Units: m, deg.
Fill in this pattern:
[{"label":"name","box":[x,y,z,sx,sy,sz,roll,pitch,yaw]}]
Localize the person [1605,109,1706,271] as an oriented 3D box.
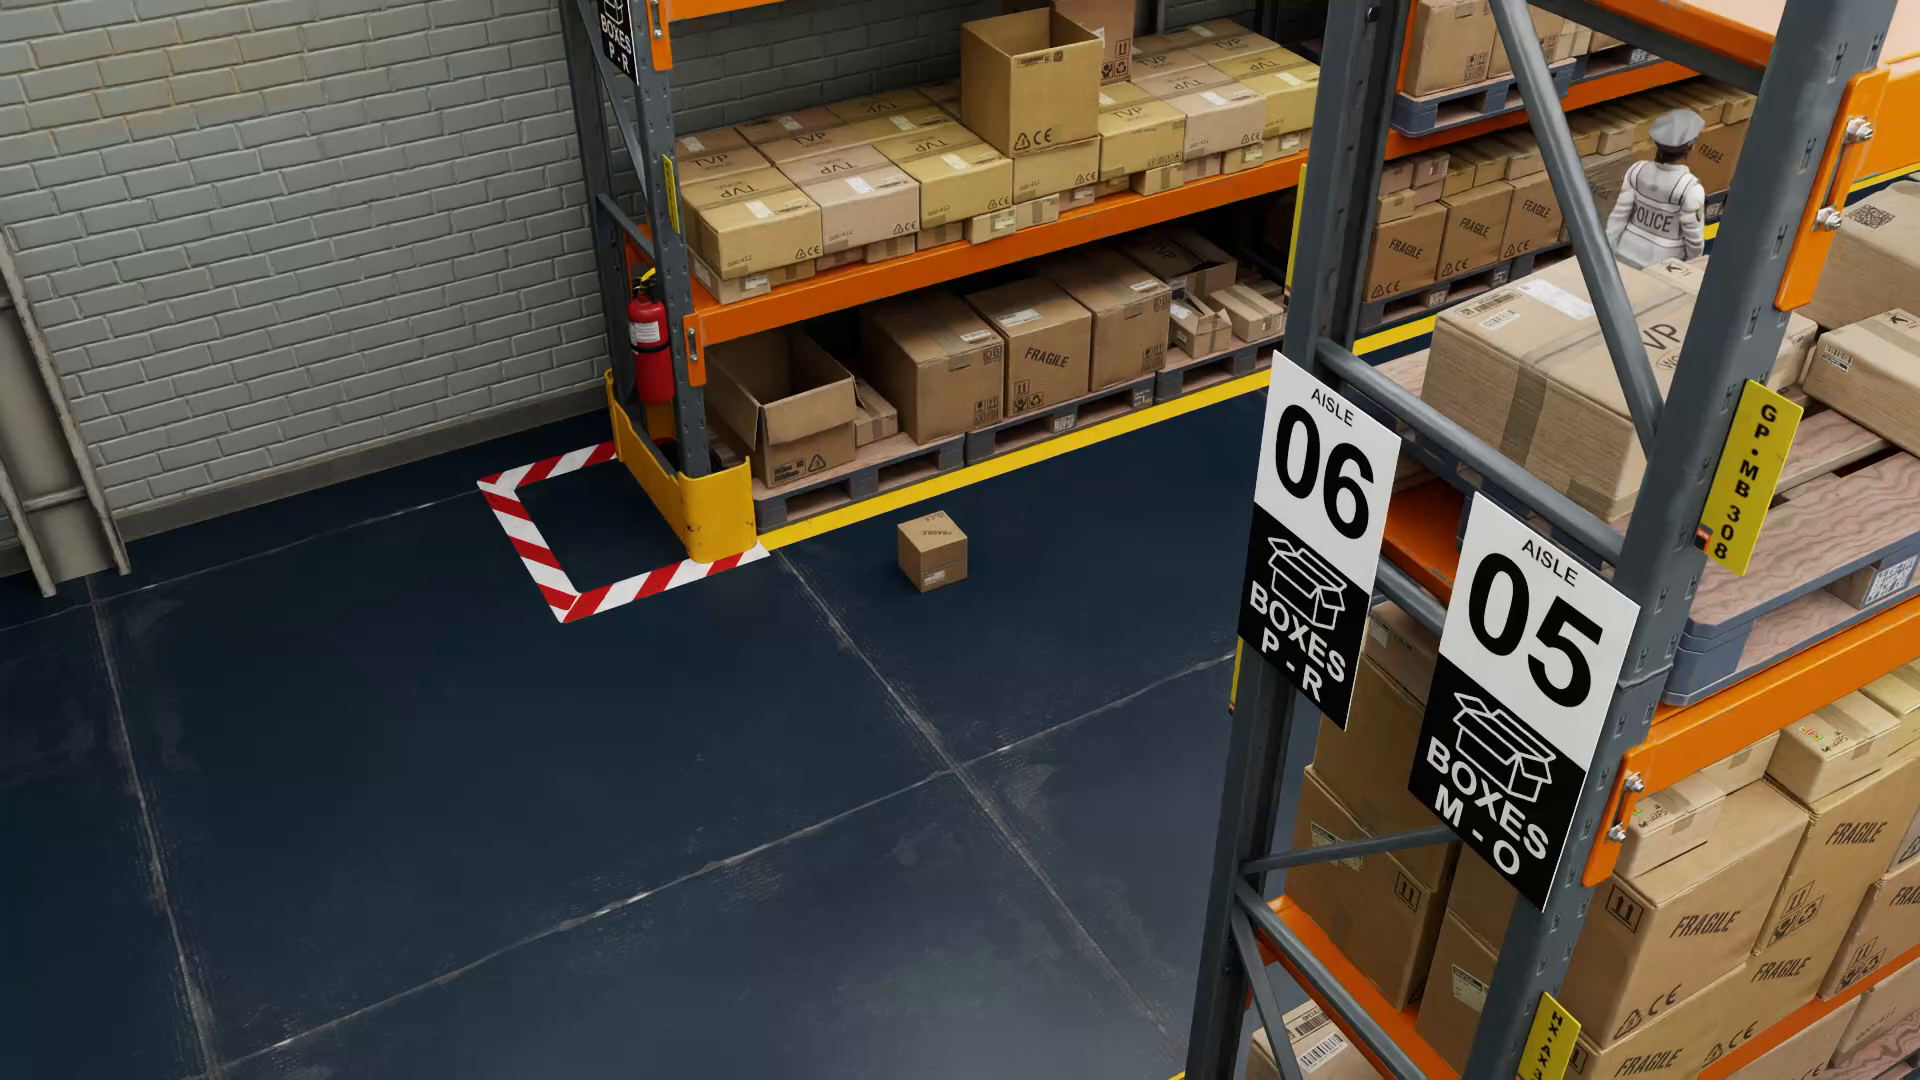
[{"label":"person","box":[3.682,-1.490,8.869,0.948,1.645,0.483,-20,41,-24]}]
